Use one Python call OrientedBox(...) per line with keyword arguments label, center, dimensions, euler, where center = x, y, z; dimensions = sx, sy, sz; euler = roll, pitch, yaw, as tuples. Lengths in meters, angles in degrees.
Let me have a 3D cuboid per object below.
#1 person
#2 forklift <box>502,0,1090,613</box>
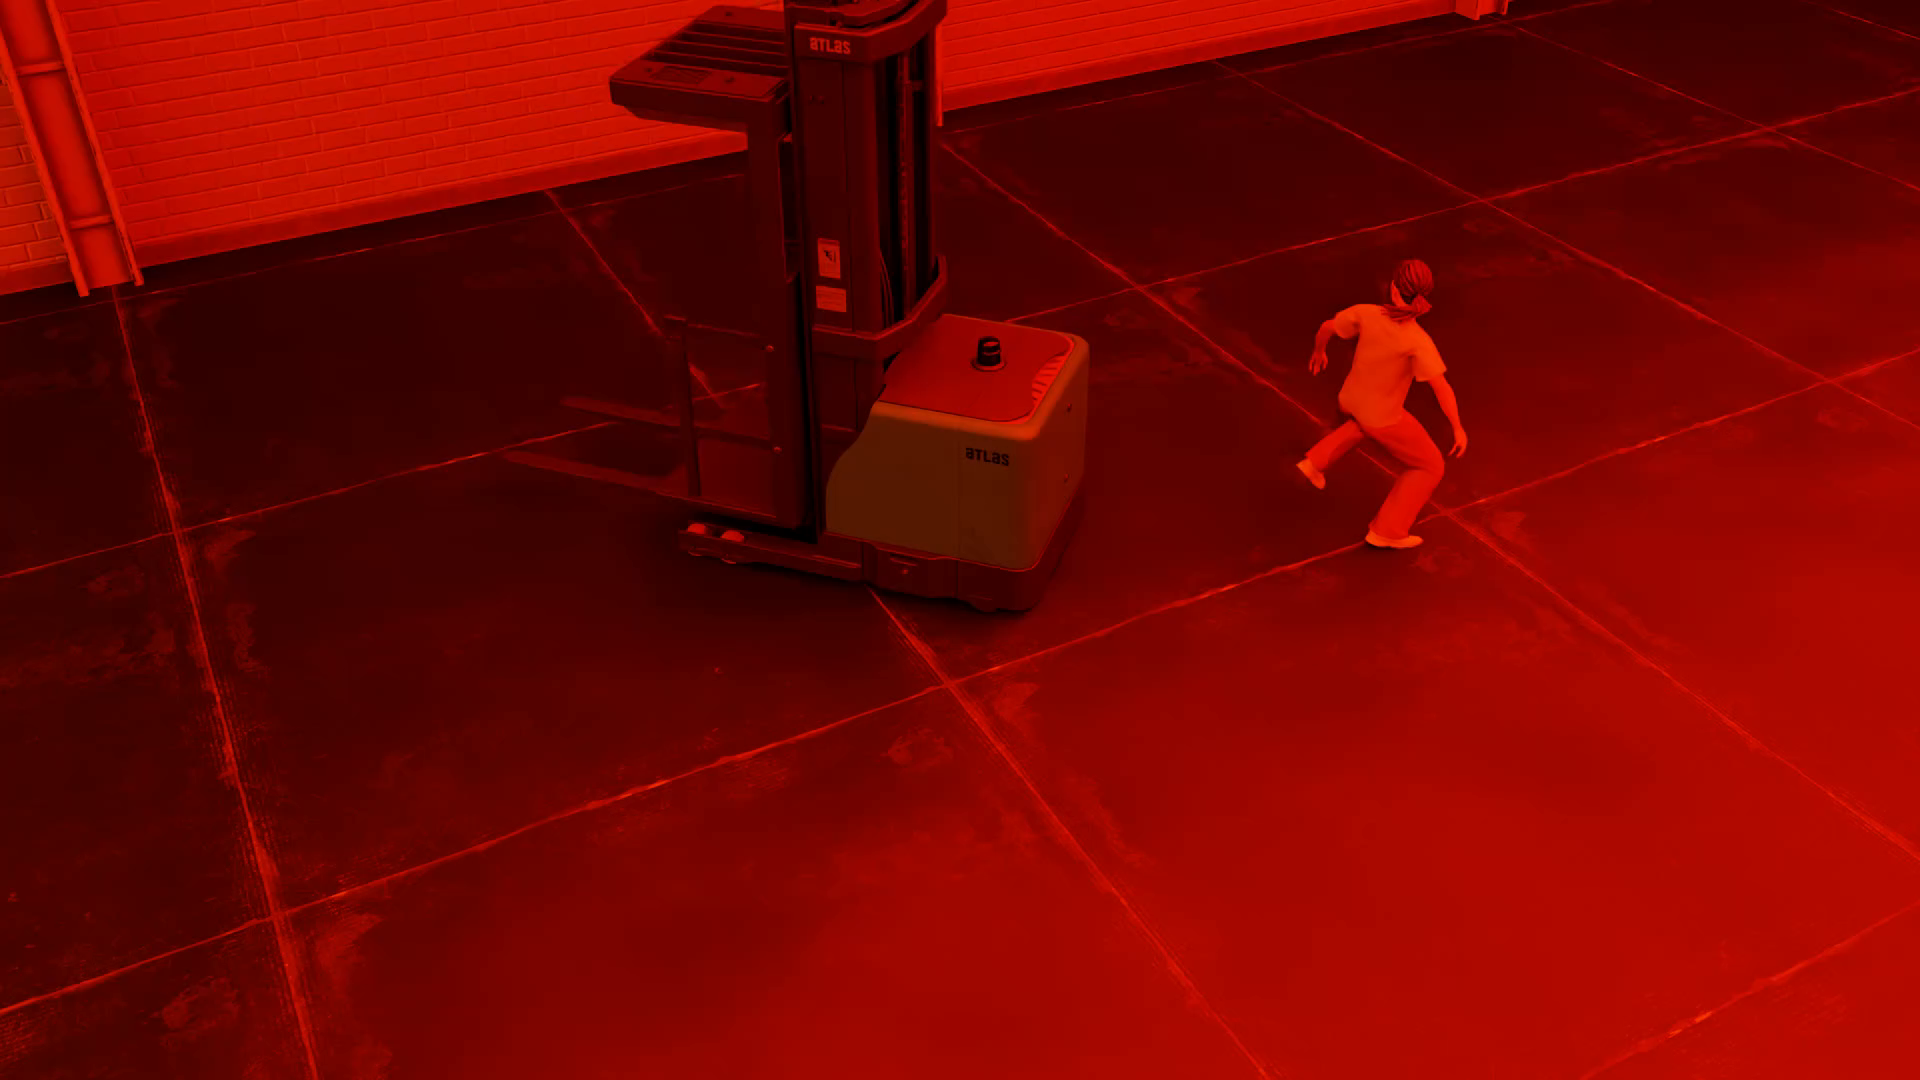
OrientedBox(label="person", center=(2.145, -0.690, 8.330), dimensions=(0.496, 1.562, 0.890), euler=(-17, 39, -22))
OrientedBox(label="forklift", center=(-0.917, -1.351, 8.034), dimensions=(3.031, 2.935, 1.130), euler=(11, 37, 16))
